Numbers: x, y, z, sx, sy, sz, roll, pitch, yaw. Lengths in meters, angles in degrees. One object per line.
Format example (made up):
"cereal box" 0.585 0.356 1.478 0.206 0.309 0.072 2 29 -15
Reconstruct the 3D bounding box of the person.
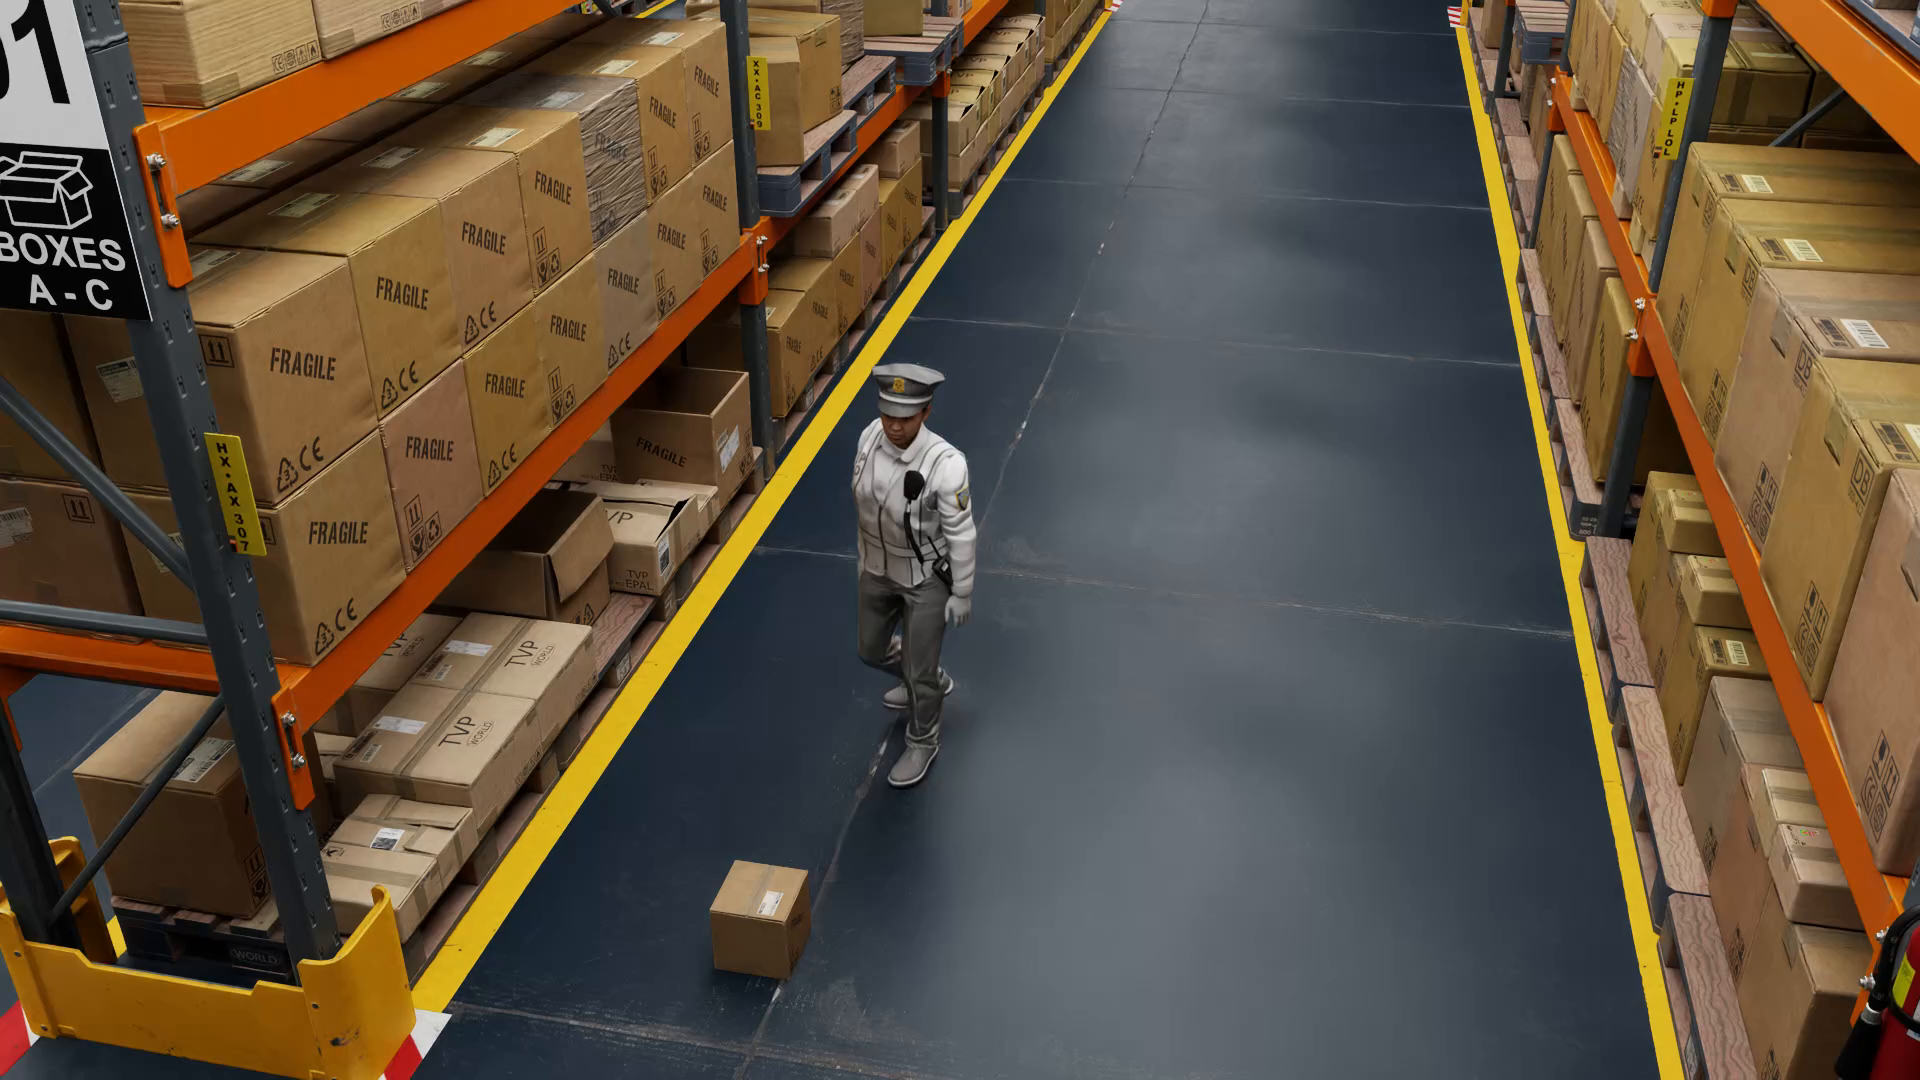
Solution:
"person" -0.136 0.089 5.951 0.534 1.670 0.535 21 35 32
